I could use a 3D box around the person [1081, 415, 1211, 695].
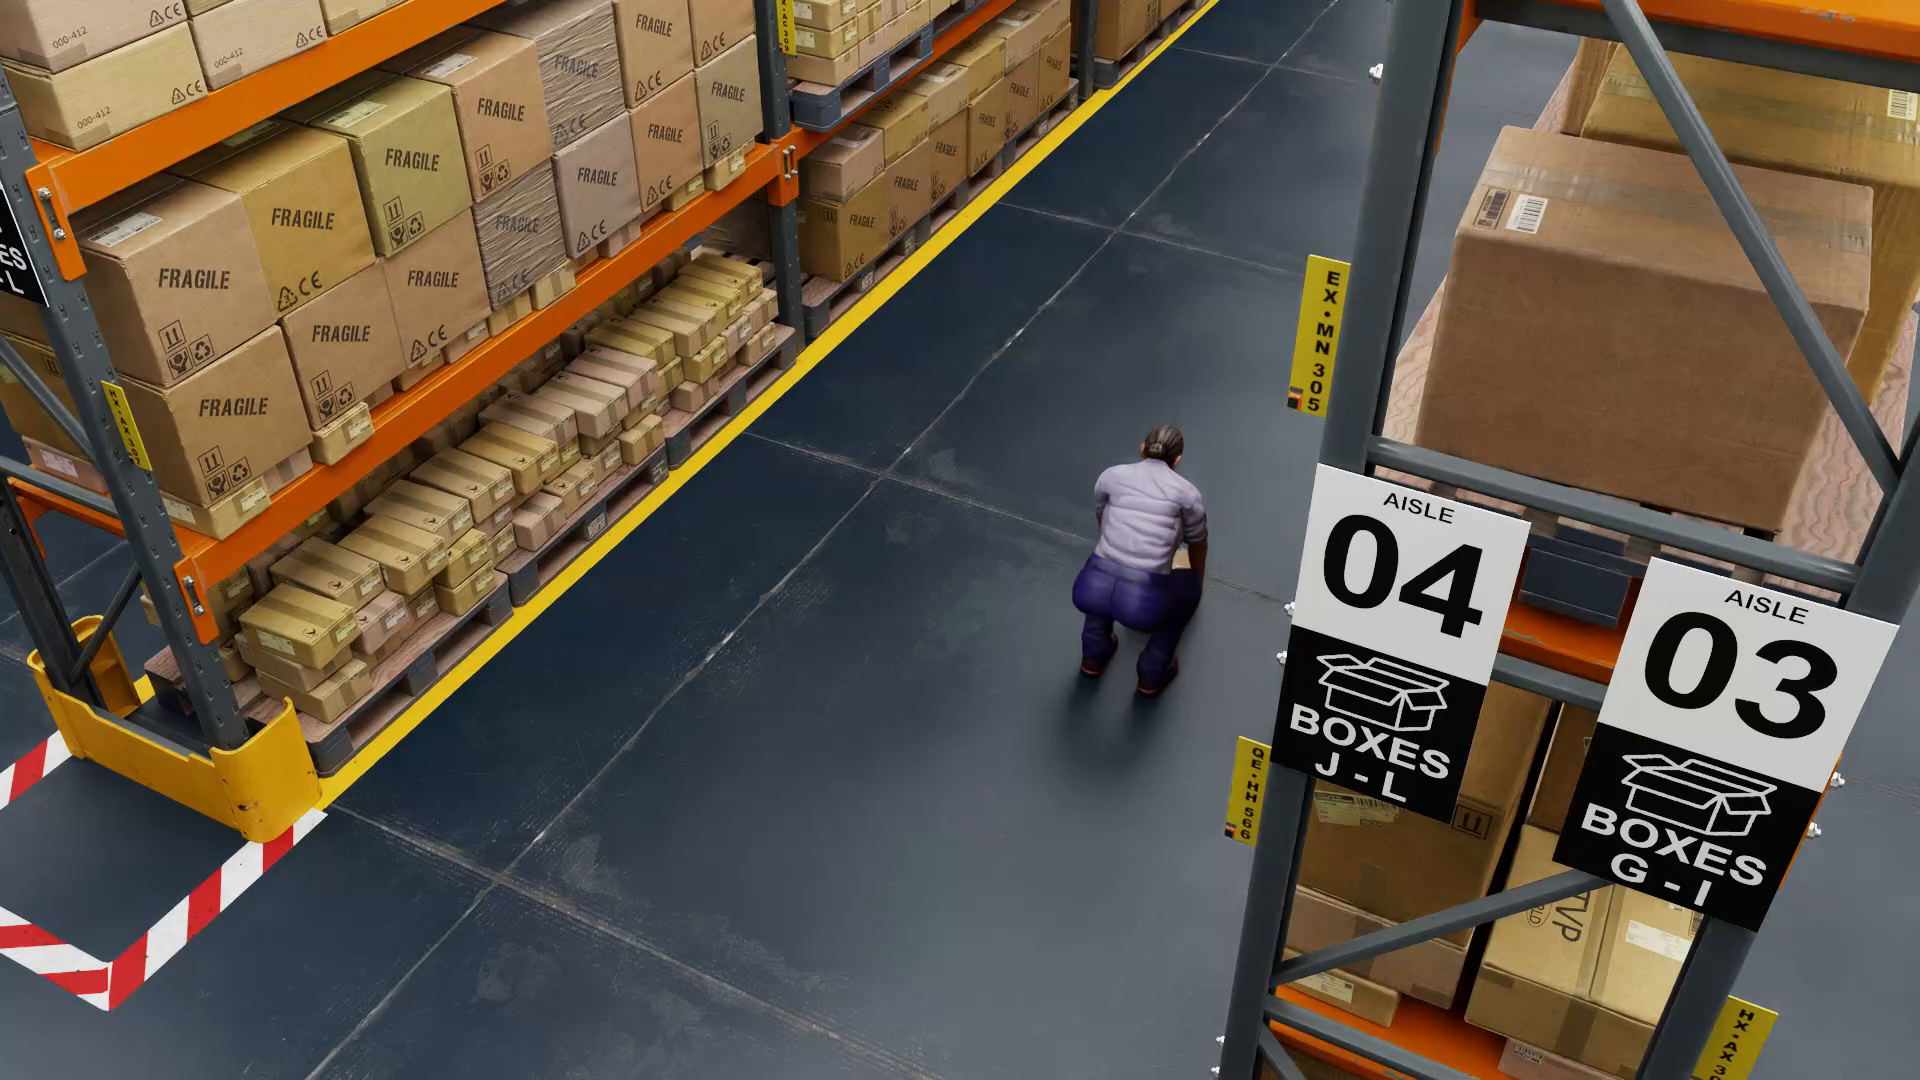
[{"bbox_3d":[0.829,0.061,7.207,0.483,1.004,0.910,16,41,20],"label":"person"}]
